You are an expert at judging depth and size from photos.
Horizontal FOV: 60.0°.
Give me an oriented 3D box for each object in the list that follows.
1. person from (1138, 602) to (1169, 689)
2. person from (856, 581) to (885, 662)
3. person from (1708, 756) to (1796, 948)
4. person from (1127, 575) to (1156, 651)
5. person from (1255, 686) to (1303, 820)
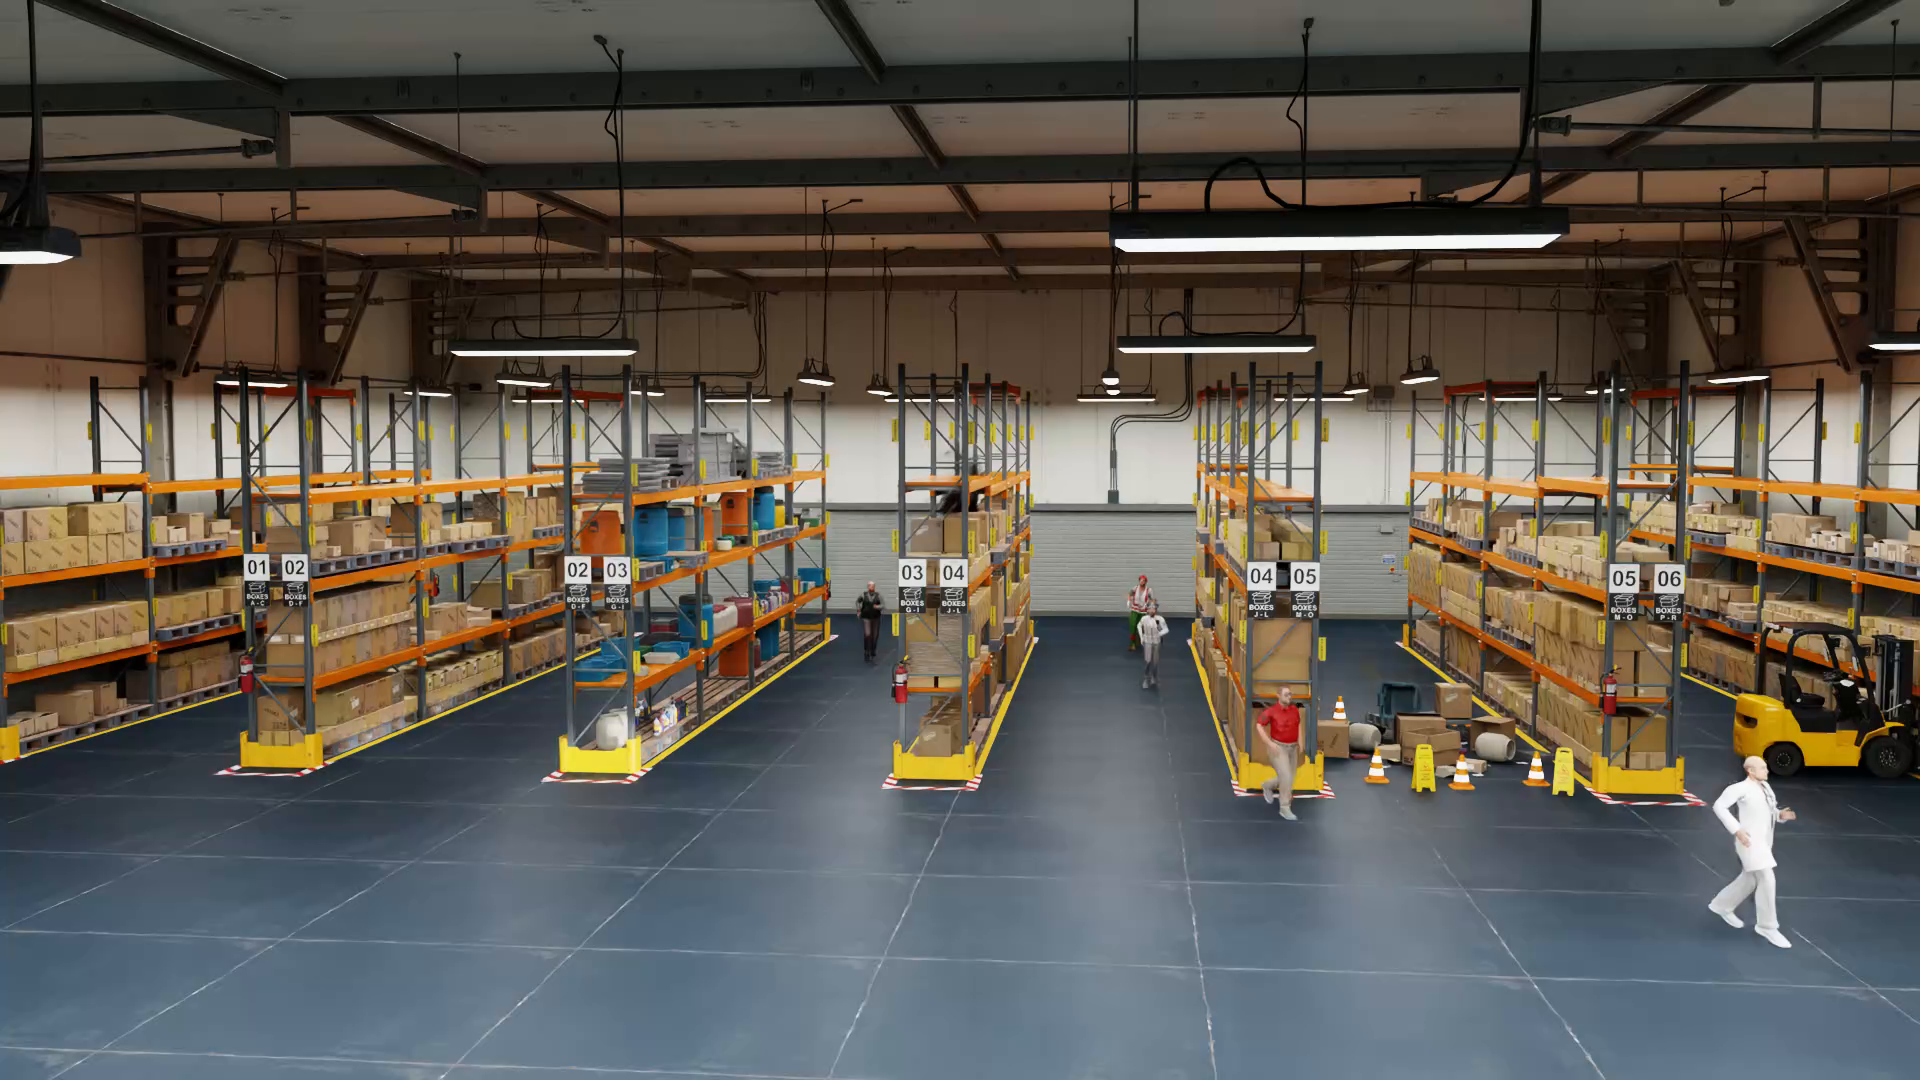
[{"bbox_3d":[3.797,2.066,32.688,0.607,1.728,0.718,0,4,5],"label":"person"},{"bbox_3d":[-1.963,1.794,36.672,0.624,1.783,0.759,-1,4,-11],"label":"person"},{"bbox_3d":[7.859,3.151,16.515,0.694,1.618,0.875,-3,5,-41],"label":"person"},{"bbox_3d":[4.202,1.672,38.553,0.703,1.741,0.771,1,4,20],"label":"person"},{"bbox_3d":[4.199,2.767,21.859,0.690,1.713,0.792,-2,4,-31],"label":"person"}]
